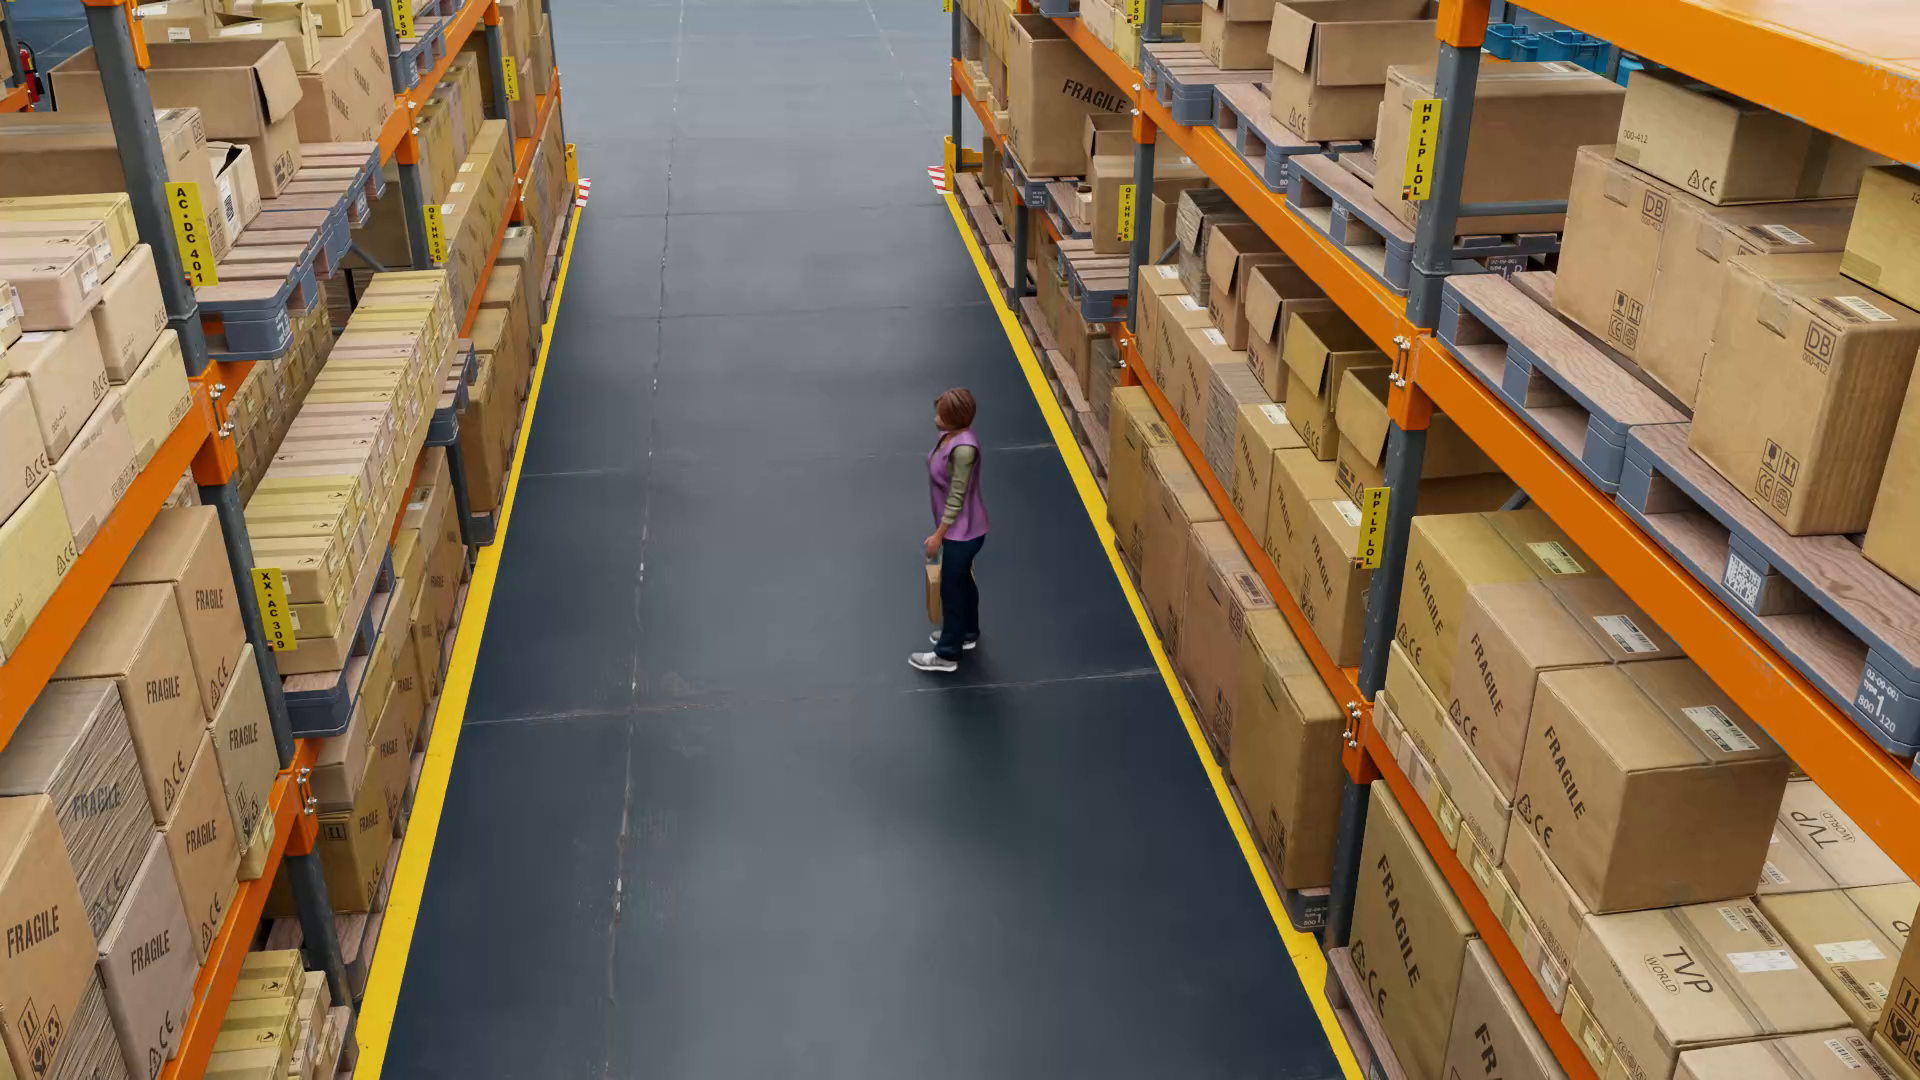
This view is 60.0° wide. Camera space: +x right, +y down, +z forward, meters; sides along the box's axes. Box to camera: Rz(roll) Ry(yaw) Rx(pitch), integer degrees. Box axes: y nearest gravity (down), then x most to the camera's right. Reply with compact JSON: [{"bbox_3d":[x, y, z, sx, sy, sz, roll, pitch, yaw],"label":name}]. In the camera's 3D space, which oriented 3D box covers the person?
[{"bbox_3d":[-0.072,-0.060,8.696,0.438,1.605,0.452,-3,28,-6],"label":"person"}]
